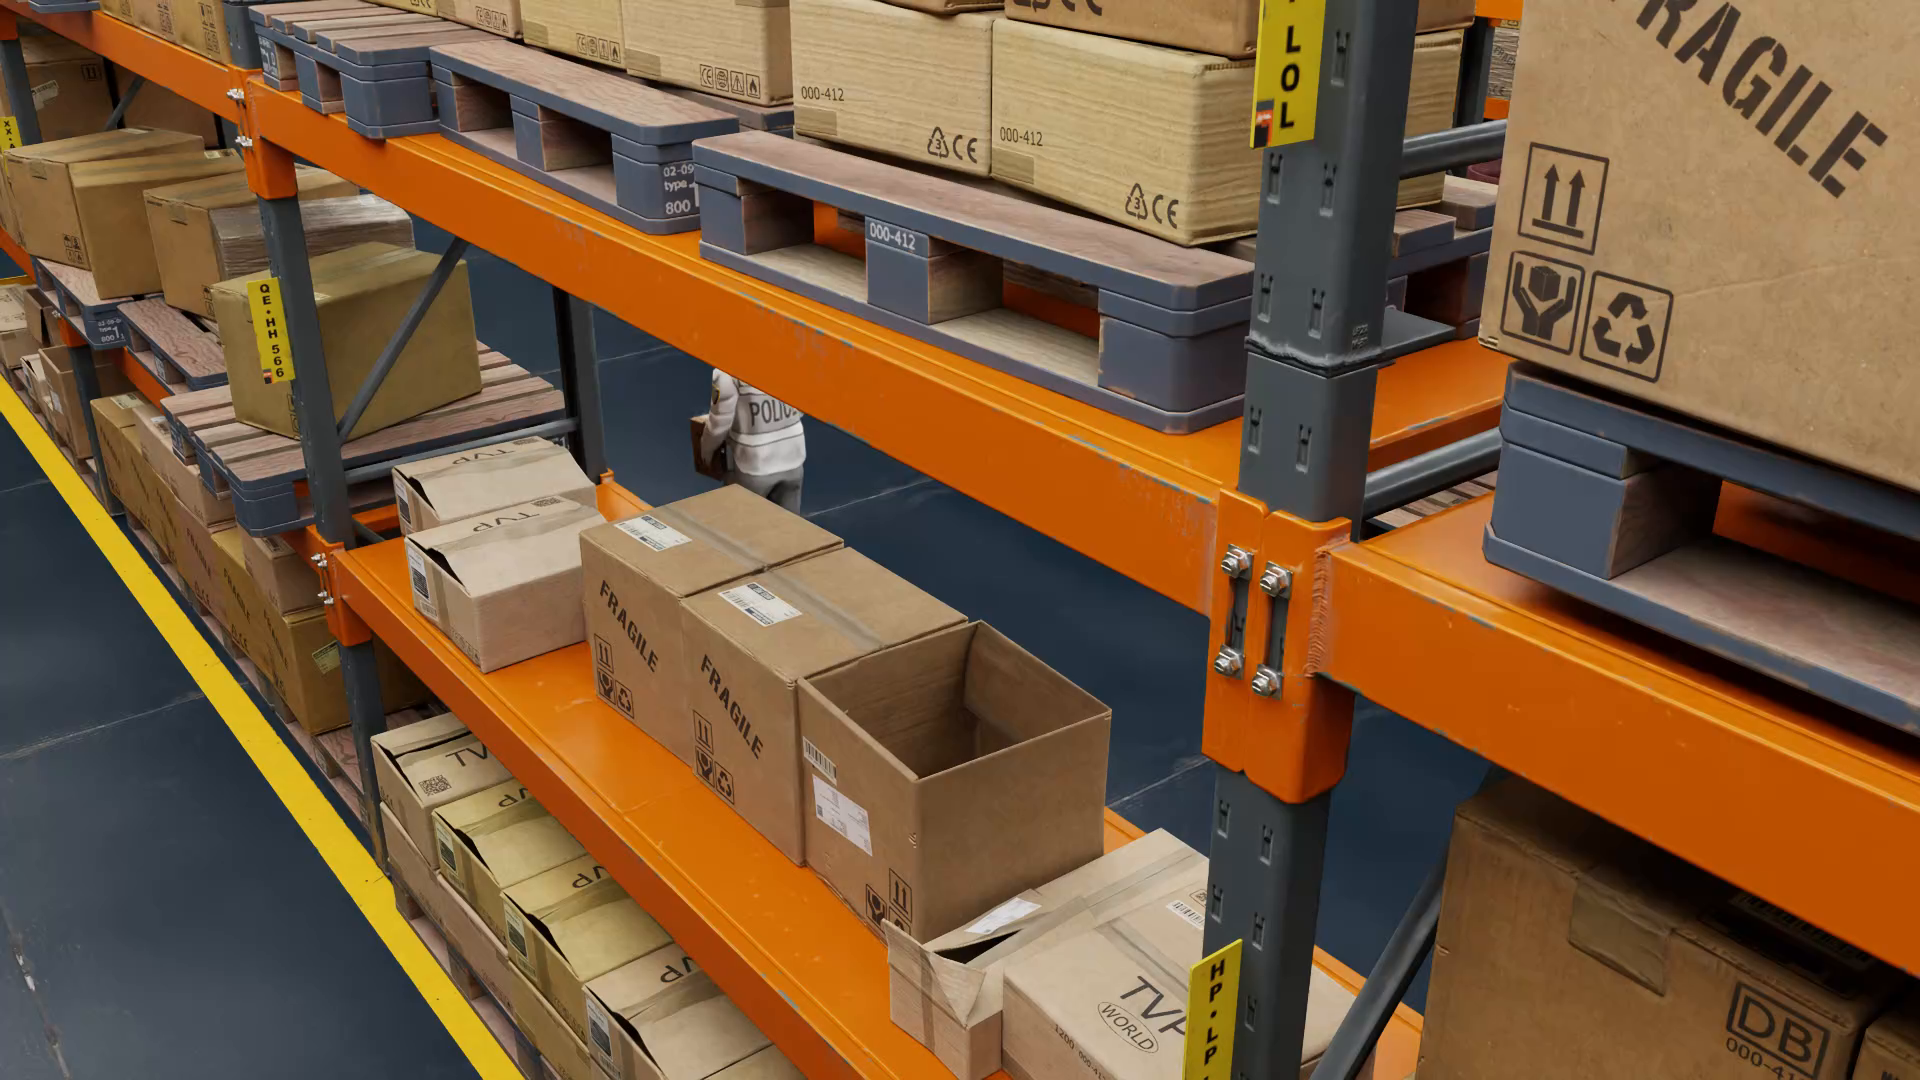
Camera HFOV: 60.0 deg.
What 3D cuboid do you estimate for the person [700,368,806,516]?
[{"bbox_3d":[-0.901,-0.341,7.307,0.495,1.689,0.451,-19,31,-35],"label":"person"}]
